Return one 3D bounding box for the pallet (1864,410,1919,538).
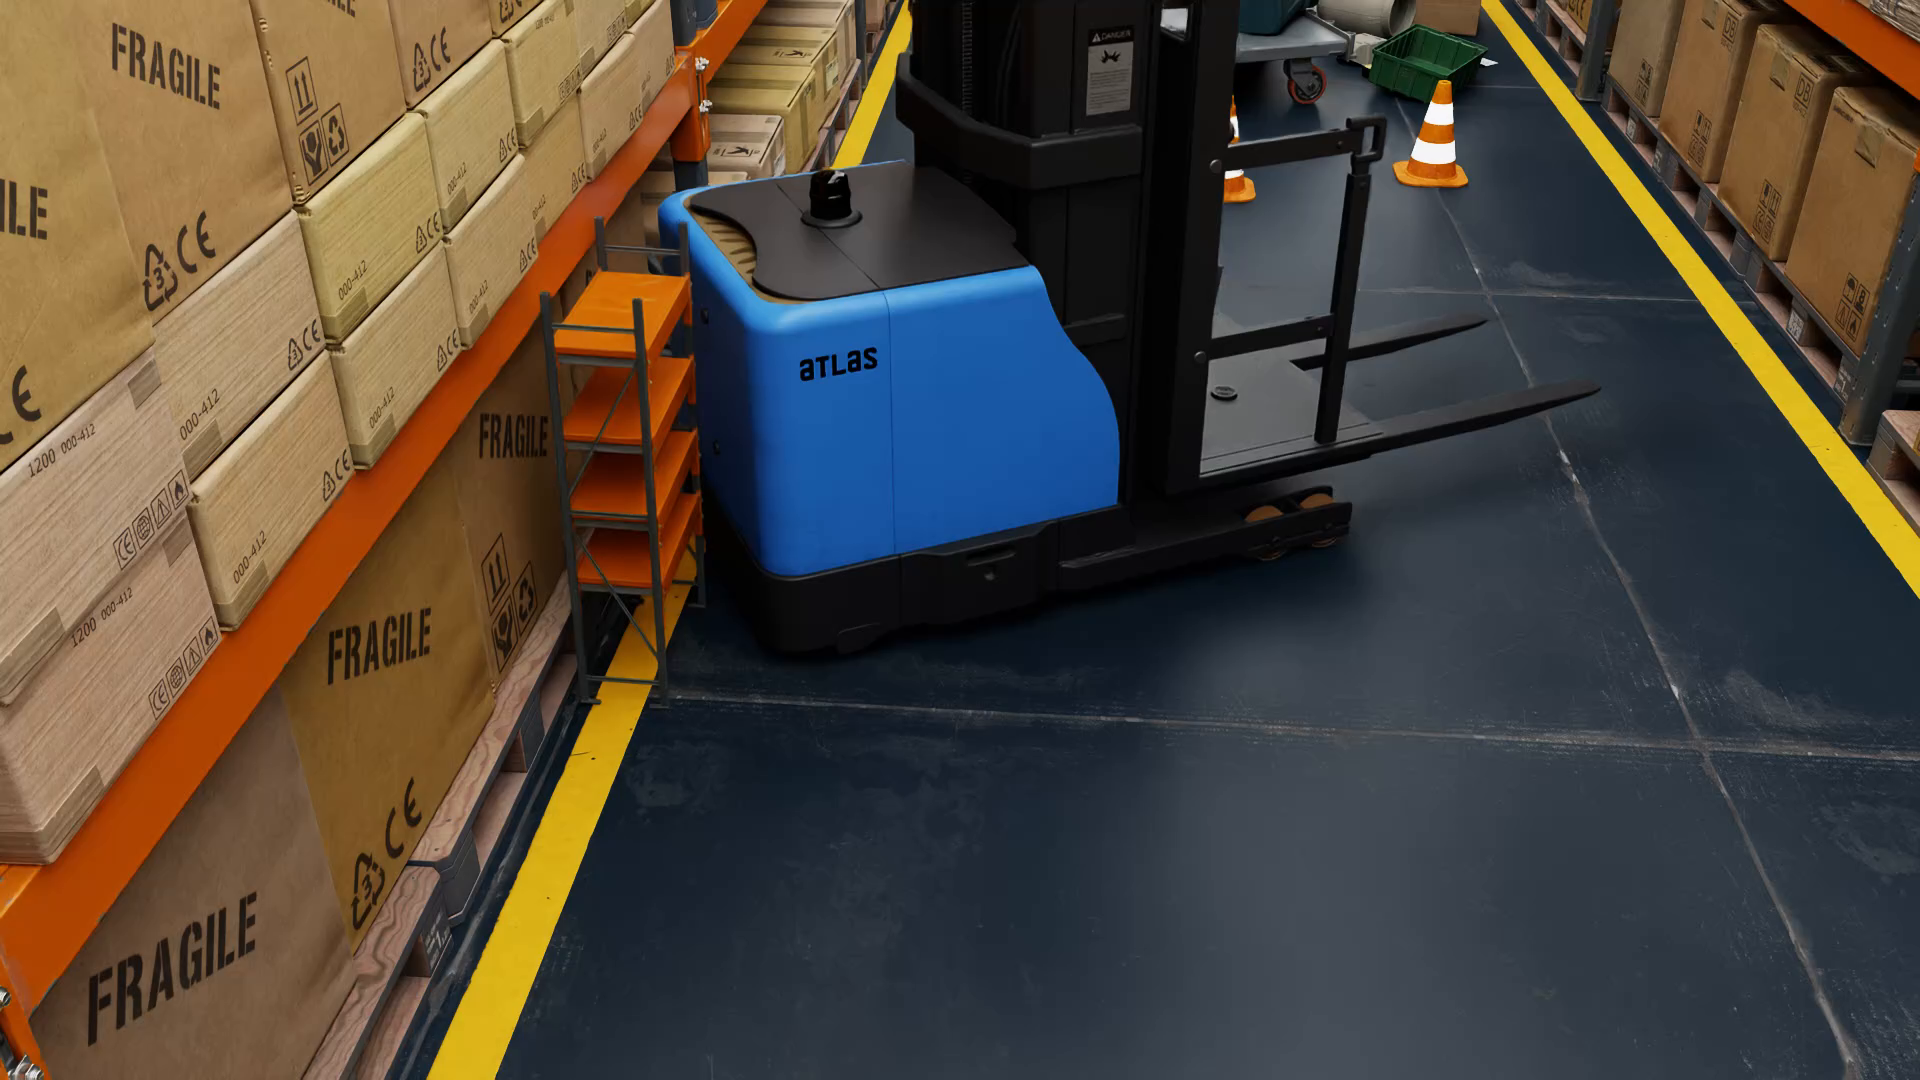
[{"bbox_3d":[3.525,-0.012,5.068,1.003,0.211,1.213,2,32,4],"label":"pallet"}]

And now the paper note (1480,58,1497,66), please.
[{"bbox_3d":[3.068,-2.826,9.806,0.147,0.020,0.142,-20,37,-29],"label":"paper note"}]

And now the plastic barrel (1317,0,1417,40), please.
[{"bbox_3d":[2.479,-3.261,10.139,0.512,0.421,0.421,27,41,37],"label":"plastic barrel"}]

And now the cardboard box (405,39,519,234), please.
[{"bbox_3d":[-1.239,-0.843,3.425,0.500,0.250,0.500,2,32,2],"label":"cardboard box"}]

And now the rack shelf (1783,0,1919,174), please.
[{"bbox_3d":[3.753,-2.347,6.886,1.077,0.370,4.000,2,32,4],"label":"rack shelf"}]

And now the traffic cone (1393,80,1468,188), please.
[{"bbox_3d":[2.302,-1.983,8.026,0.336,0.463,0.334,2,32,4],"label":"traffic cone"}]

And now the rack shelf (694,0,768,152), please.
[{"bbox_3d":[-1.189,-2.506,7.143,1.077,0.370,4.000,2,32,4],"label":"rack shelf"}]

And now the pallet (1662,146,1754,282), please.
[{"bbox_3d":[3.831,-1.466,7.428,1.003,0.211,1.213,2,32,4],"label":"pallet"}]

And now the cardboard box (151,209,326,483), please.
[{"bbox_3d":[-1.346,-0.316,2.570,0.500,0.250,0.500,3,32,5],"label":"cardboard box"}]

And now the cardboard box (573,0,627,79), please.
[{"bbox_3d":[-1.176,-1.383,4.302,0.500,0.250,0.500,2,32,3],"label":"cardboard box"}]

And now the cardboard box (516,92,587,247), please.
[{"bbox_3d":[-1.217,-0.897,3.989,0.500,0.250,0.500,2,32,3],"label":"cardboard box"}]

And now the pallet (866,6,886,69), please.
[{"bbox_3d":[-1.007,-3.024,9.955,1.003,0.211,1.213,2,32,4],"label":"pallet"}]

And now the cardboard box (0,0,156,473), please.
[{"bbox_3d":[-1.355,-0.361,1.928,0.500,0.500,0.500,3,32,5],"label":"cardboard box"}]

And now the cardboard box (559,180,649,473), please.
[{"bbox_3d":[-1.491,-0.683,5.124,0.875,0.875,0.875,2,32,4],"label":"cardboard box"}]

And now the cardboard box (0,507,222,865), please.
[{"bbox_3d":[-1.378,0.170,2.258,0.500,0.250,0.500,2,32,3],"label":"cardboard box"}]

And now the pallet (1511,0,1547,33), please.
[{"bbox_3d":[4.152,-3.546,10.803,1.003,0.211,1.213,2,32,4],"label":"pallet"}]

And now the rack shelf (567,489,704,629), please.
[{"bbox_3d":[-0.876,0.036,4.542,0.258,0.148,0.480,4,32,3],"label":"rack shelf"}]

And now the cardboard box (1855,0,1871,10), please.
[{"bbox_3d":[3.401,-2.158,5.797,0.500,0.500,0.500,2,32,4],"label":"cardboard box"}]

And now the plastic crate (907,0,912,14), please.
[{"bbox_3d":[-0.081,-3.401,10.692,0.402,0.080,0.583,-8,33,-13],"label":"plastic crate"}]

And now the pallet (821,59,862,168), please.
[{"bbox_3d":[-1.088,-2.264,8.722,1.003,0.211,1.213,2,32,4],"label":"pallet"}]

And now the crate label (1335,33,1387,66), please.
[{"bbox_3d":[2.373,-2.899,9.823,0.298,0.136,0.250,-20,37,-29],"label":"crate label"}]

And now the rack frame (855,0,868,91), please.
[{"bbox_3d":[-1.026,-3.858,8.651,1.000,3.000,0.127,2,32,4],"label":"rack frame"}]

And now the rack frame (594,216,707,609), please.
[{"bbox_3d":[-0.847,-0.317,4.608,0.240,1.200,0.015,4,32,3],"label":"rack frame"}]

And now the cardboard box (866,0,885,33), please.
[{"bbox_3d":[-0.709,-3.163,9.744,0.500,0.250,0.500,1,32,2],"label":"cardboard box"}]

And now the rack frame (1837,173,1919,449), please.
[{"bbox_3d":[3.590,-1.608,5.000,1.000,3.000,0.127,2,32,4],"label":"rack frame"}]

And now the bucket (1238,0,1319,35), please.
[{"bbox_3d":[1.629,-3.123,9.129,0.726,0.611,0.620,14,44,21],"label":"bucket"}]

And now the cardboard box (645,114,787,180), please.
[{"bbox_3d":[-1.244,-1.508,6.942,0.950,0.372,0.625,2,32,3],"label":"cardboard box"}]

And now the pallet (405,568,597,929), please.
[{"bbox_3d":[-1.593,0.466,4.293,1.003,0.211,1.213,2,32,4],"label":"pallet"}]

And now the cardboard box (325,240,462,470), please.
[{"bbox_3d":[-1.280,-0.368,3.131,0.500,0.250,0.500,2,32,4],"label":"cardboard box"}]

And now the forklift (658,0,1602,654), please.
[{"bbox_3d":[0.670,-1.425,4.769,3.031,2.935,1.130,-13,34,-20],"label":"forklift"}]

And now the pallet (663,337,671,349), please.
[{"bbox_3d":[-1.287,-0.988,6.652,1.003,0.211,1.213,2,32,4],"label":"pallet"}]

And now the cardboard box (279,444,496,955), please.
[{"bbox_3d":[-1.641,0.251,3.609,0.875,0.875,0.875,3,32,5],"label":"cardboard box"}]

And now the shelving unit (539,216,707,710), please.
[{"bbox_3d":[-0.866,-0.189,4.402,0.258,1.200,0.503,4,32,3],"label":"shelving unit"}]

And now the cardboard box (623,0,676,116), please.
[{"bbox_3d":[-1.134,-1.427,4.849,0.500,0.250,0.500,1,32,2],"label":"cardboard box"}]

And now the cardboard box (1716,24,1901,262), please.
[{"bbox_3d":[3.797,-1.601,6.732,1.050,0.750,0.750,3,32,5],"label":"cardboard box"}]

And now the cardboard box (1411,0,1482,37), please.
[{"bbox_3d":[3.019,-3.492,10.437,0.500,0.500,0.500,8,32,12],"label":"cardboard box"}]

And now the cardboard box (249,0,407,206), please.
[{"bbox_3d":[-1.298,-0.890,2.787,0.500,0.500,0.500,2,32,3],"label":"cardboard box"}]

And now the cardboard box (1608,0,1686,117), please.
[{"bbox_3d":[3.955,-2.592,8.341,1.050,0.750,0.750,2,32,4],"label":"cardboard box"}]

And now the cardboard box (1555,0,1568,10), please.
[{"bbox_3d":[4.106,-3.771,10.135,0.875,0.875,0.875,3,32,4],"label":"cardboard box"}]

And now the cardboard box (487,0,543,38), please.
[{"bbox_3d":[-1.214,-1.425,3.655,0.500,0.500,0.500,2,32,4],"label":"cardboard box"}]

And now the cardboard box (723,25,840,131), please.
[{"bbox_3d":[-1.121,-2.268,8.175,0.950,0.372,0.625,4,32,7],"label":"cardboard box"}]

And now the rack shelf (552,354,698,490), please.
[{"bbox_3d":[-0.860,-0.322,4.319,0.258,0.148,0.480,4,32,3],"label":"rack shelf"}]
